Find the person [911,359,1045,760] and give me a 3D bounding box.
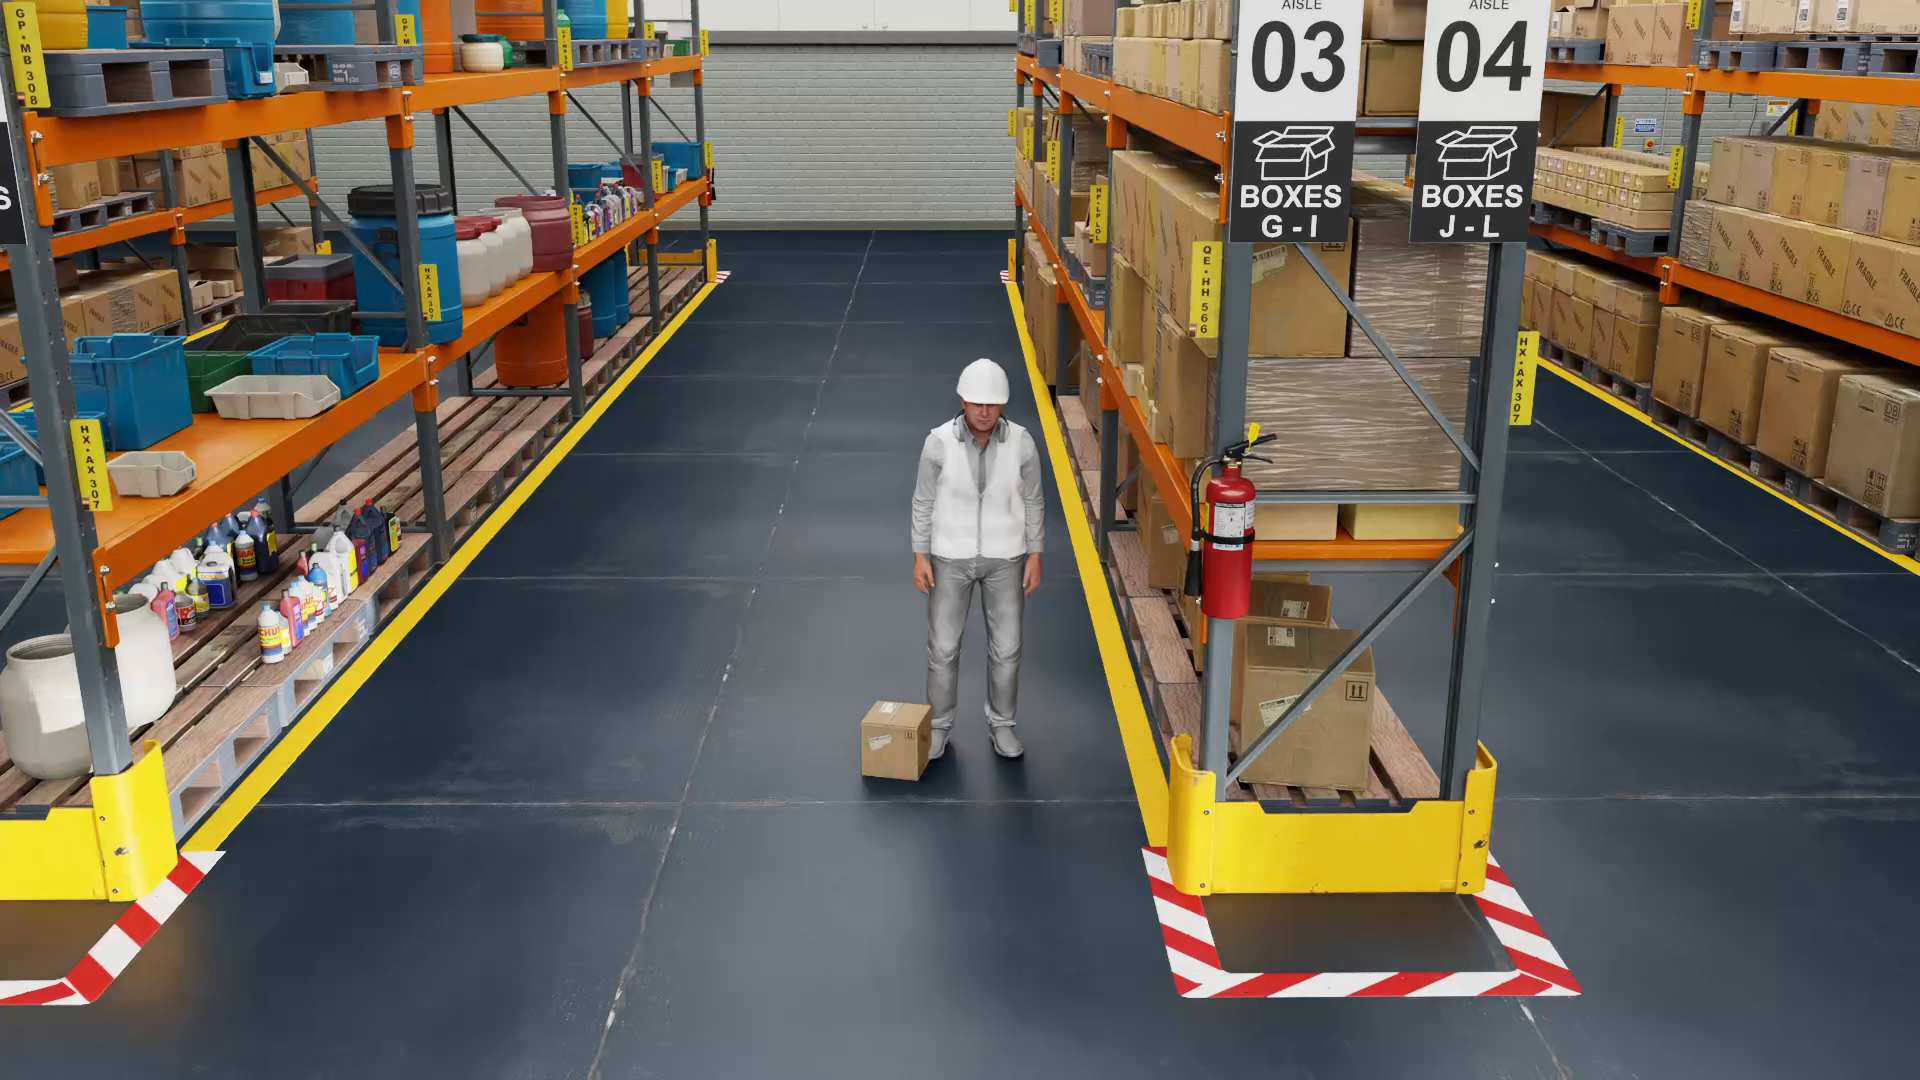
[{"bbox_3d":[0.078,0.080,7.237,0.581,1.771,0.464,-1,17,-3],"label":"person"}]
